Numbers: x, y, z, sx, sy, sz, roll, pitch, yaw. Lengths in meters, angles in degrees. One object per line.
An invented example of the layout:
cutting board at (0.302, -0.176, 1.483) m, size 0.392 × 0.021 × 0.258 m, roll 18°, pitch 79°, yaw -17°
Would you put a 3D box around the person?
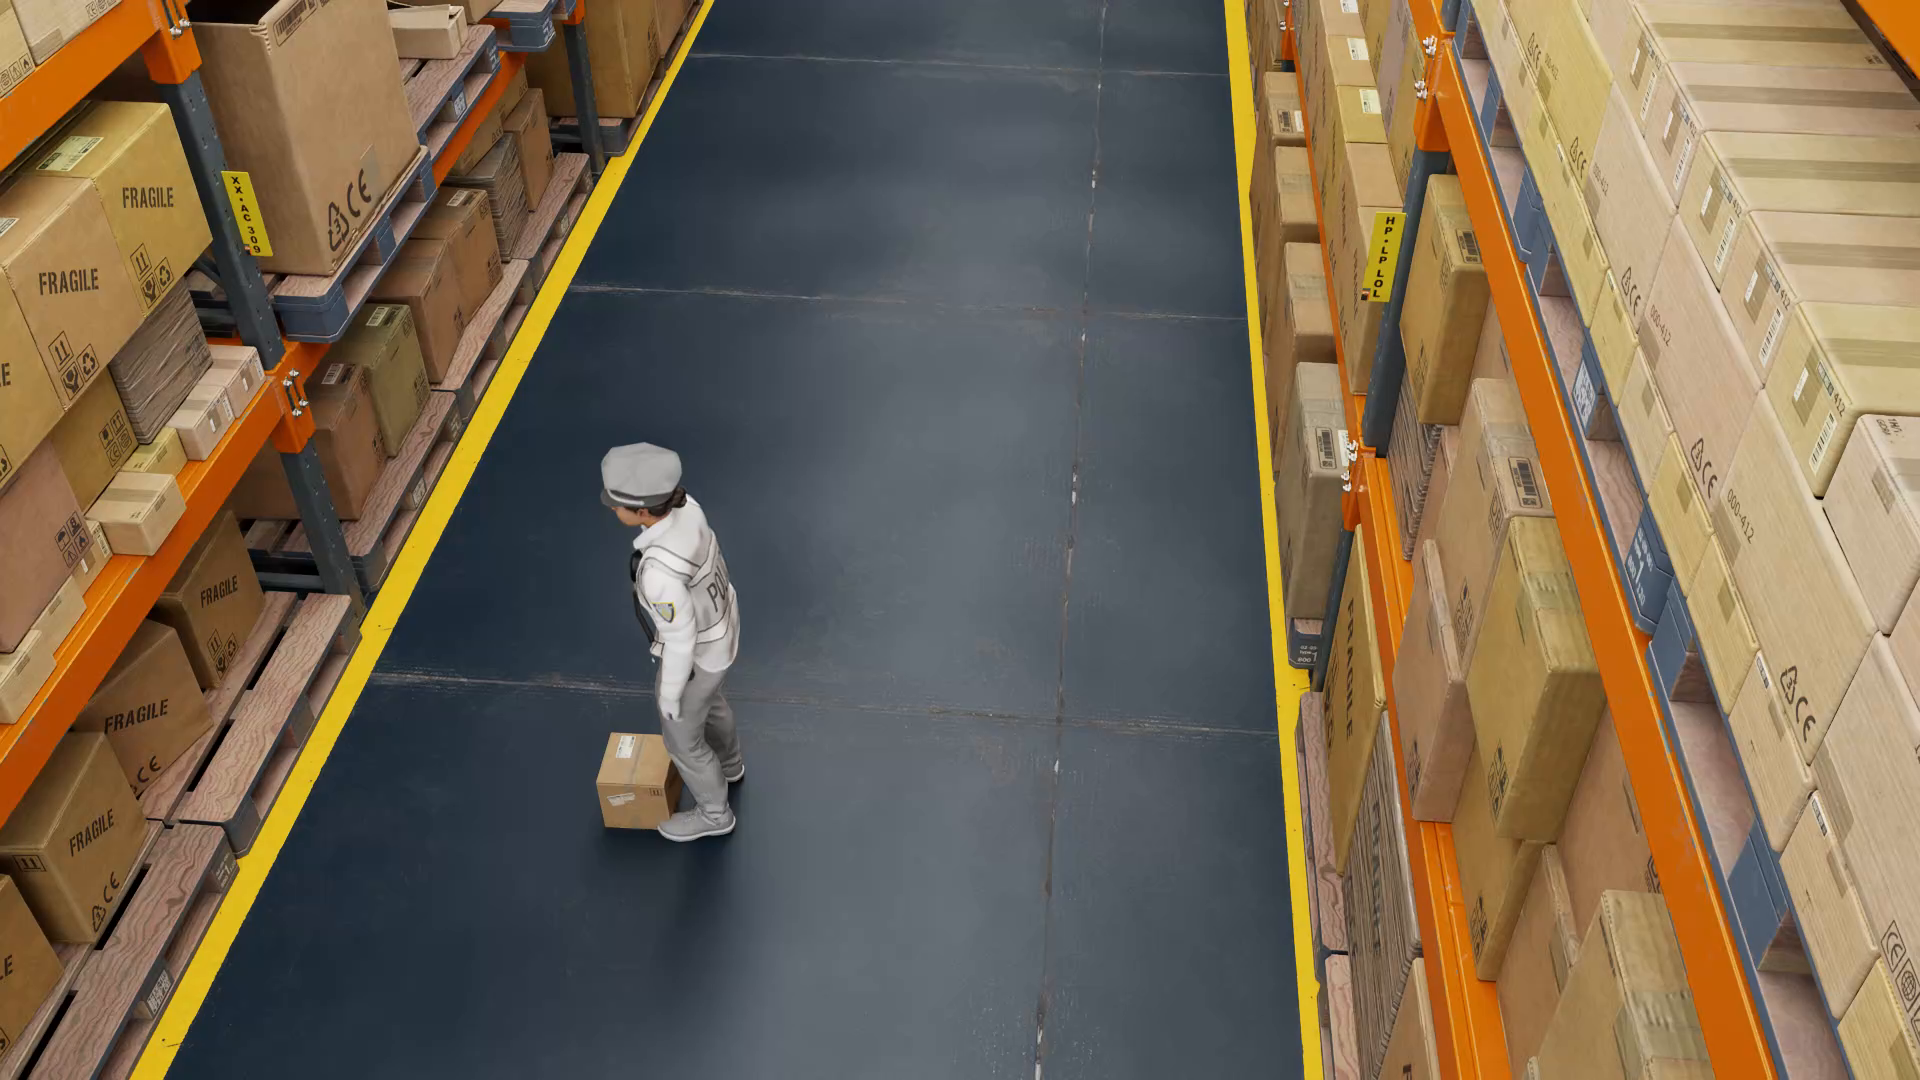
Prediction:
person at (-0.945, 0.373, 5.715) m, size 0.376 × 1.663 × 0.544 m, roll 1°, pitch 40°, yaw 1°
